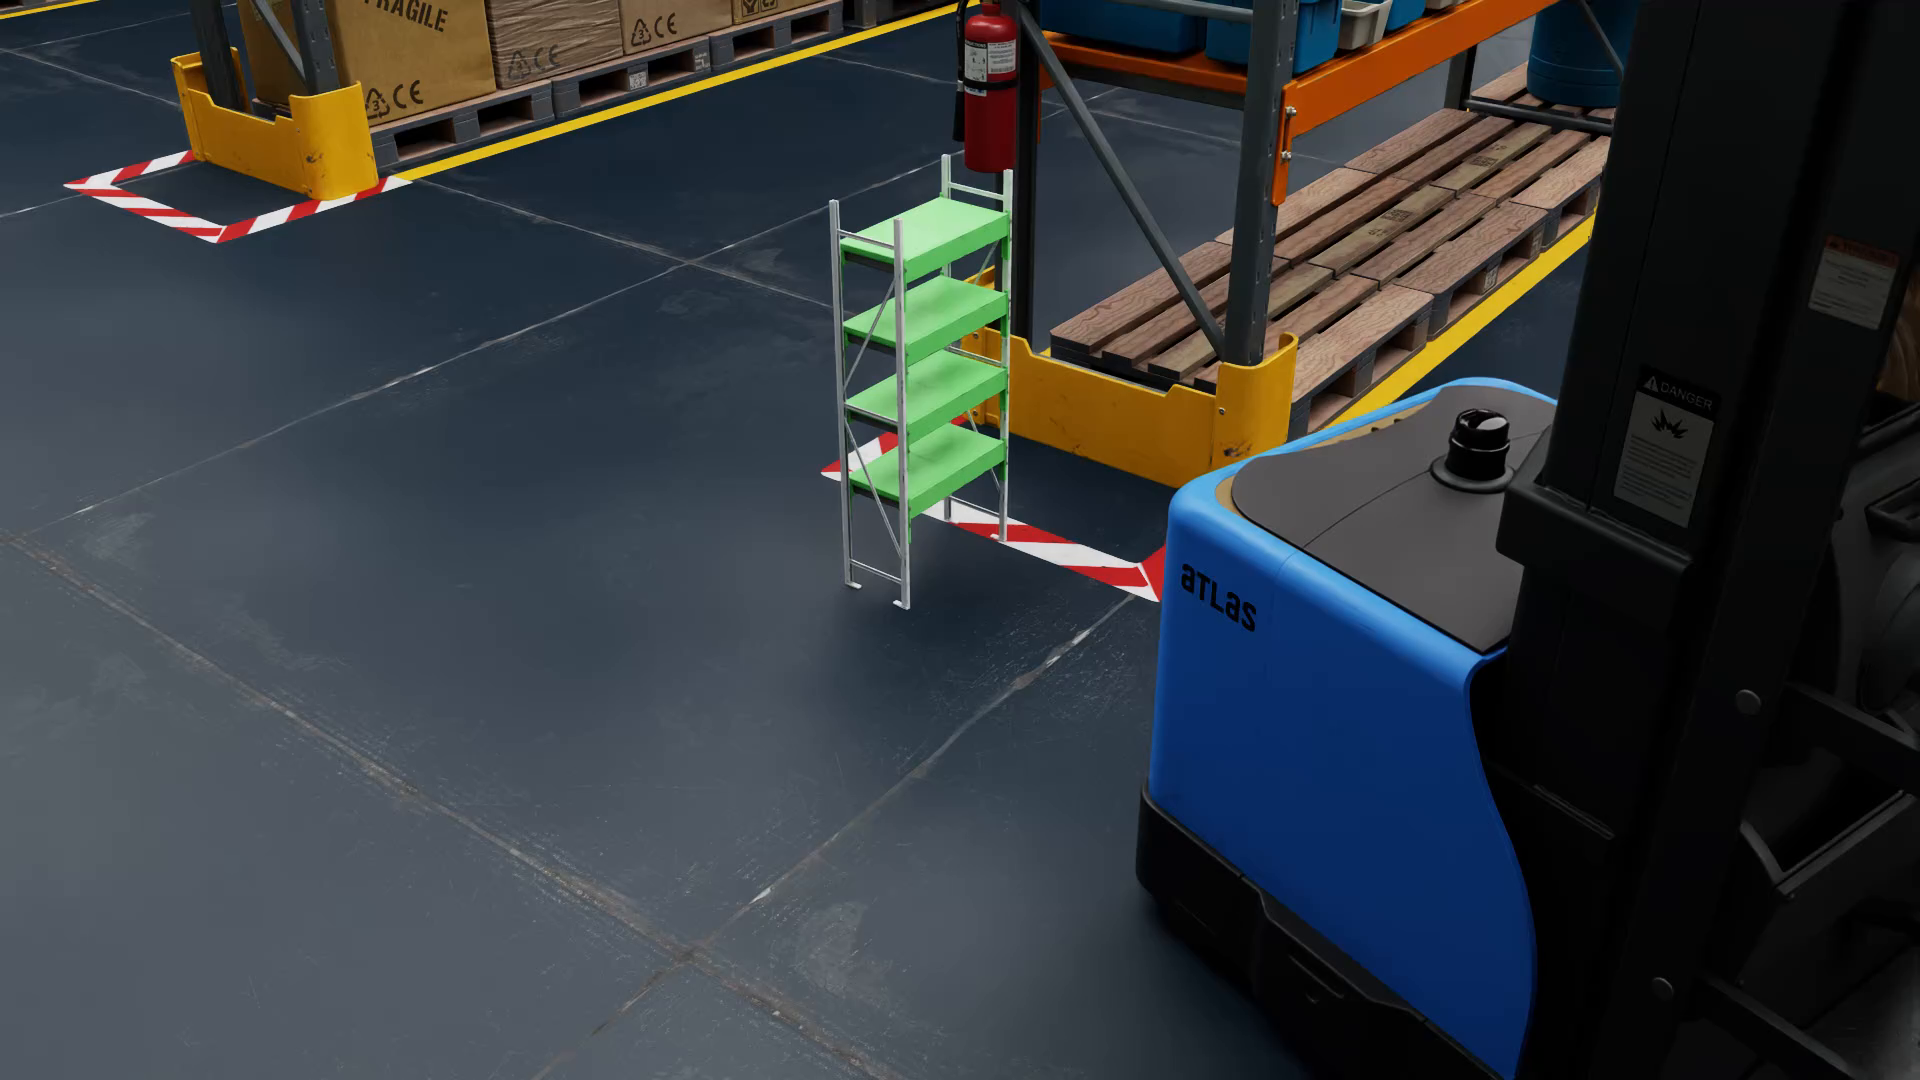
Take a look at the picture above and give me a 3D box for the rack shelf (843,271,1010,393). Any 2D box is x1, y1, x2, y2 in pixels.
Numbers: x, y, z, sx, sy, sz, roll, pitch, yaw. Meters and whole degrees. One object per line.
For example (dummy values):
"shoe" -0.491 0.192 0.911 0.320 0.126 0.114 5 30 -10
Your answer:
"rack shelf" -0.100 -0.600 4.741 0.258 0.148 0.480 21 37 31

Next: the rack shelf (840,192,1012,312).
"rack shelf" -0.100 -0.807 4.618 0.258 0.148 0.480 21 37 31

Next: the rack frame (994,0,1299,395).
"rack frame" 0.552 -1.643 5.080 1.000 3.000 0.127 21 37 31

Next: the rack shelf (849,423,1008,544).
"rack shelf" -0.100 -0.187 4.985 0.258 0.148 0.480 21 37 31

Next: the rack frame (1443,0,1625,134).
"rack frame" 2.967 -3.269 7.823 1.000 3.000 0.127 21 37 31

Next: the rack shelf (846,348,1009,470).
"rack shelf" -0.100 -0.394 4.863 0.258 0.148 0.480 21 37 31

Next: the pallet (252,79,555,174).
"pallet" -2.976 -2.317 8.952 1.003 0.211 1.213 21 37 31

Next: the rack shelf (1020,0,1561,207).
"rack shelf" 1.760 -2.146 6.635 1.077 0.370 4.000 21 37 31

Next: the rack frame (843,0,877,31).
"rack frame" -0.982 -4.793 10.396 1.000 3.000 0.127 21 37 31

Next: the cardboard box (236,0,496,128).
"cardboard box" -3.074 -2.719 8.567 0.875 0.875 0.875 21 37 31

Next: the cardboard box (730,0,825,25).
"cardboard box" -1.444 -3.816 10.419 0.875 0.875 0.875 21 37 31

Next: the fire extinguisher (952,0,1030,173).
"fire extinguisher" 0.099 -1.528 5.327 0.296 0.674 0.183 21 37 31

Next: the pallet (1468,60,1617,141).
"pallet" 3.466 -2.370 9.042 1.003 0.211 1.213 21 37 31

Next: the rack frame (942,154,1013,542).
"rack frame" 0.047 -0.548 4.998 0.240 1.200 0.015 21 37 31

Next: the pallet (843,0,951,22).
"pallet" -0.576 -3.930 11.675 1.003 0.211 1.213 21 37 31

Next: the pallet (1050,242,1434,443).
"pallet" 1.081 -0.767 6.336 1.003 0.211 1.213 21 37 31

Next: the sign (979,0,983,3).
"sign" 0.104 -1.876 5.313 0.100 0.325 0.005 21 37 31

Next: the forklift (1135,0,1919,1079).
"forklift" 1.671 0.021 2.339 1.130 2.935 3.031 -20 36 -30

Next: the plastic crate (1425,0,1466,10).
"plastic crate" 1.633 -1.935 5.773 0.250 0.136 0.298 21 37 31

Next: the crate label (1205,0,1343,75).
"crate label" 0.964 -1.596 5.106 0.416 0.233 0.303 21 37 31

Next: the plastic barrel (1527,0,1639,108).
"plastic barrel" 3.309 -2.763 8.616 0.600 0.901 0.708 21 37 31

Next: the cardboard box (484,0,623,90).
"cardboard box" -2.525 -3.088 9.191 0.875 0.875 0.875 21 37 31

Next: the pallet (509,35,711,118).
"pallet" -2.239 -2.810 9.785 1.003 0.211 1.213 21 37 31

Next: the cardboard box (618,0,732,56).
"cardboard box" -1.987 -3.450 9.802 0.875 0.875 0.875 21 37 31

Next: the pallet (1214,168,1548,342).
"pallet" 1.818 -1.260 7.170 1.003 0.211 1.213 21 37 31

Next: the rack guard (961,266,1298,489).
"rack guard" 0.548 -0.554 5.694 1.175 0.500 0.348 21 37 31

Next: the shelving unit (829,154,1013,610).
"shelving unit" -0.100 -0.449 4.830 0.258 1.200 0.503 21 37 31

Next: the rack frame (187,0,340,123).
"rack frame" -3.396 -3.167 7.652 1.000 3.000 0.127 21 37 31

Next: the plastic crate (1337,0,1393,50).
"plastic crate" 1.223 -1.659 5.307 0.250 0.136 0.298 21 37 31

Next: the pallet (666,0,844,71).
"pallet" -1.503 -3.308 10.626 1.003 0.211 1.213 21 37 31

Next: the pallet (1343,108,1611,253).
"pallet" 2.554 -1.758 8.010 1.003 0.211 1.213 21 37 31

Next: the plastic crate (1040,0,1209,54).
"plastic crate" 0.606 -1.878 5.382 0.616 0.435 0.499 21 37 31

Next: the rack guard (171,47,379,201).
"rack guard" -3.411 -2.082 8.273 1.175 0.500 0.348 21 37 31

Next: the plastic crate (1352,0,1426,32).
"plastic crate" 1.361 -1.863 5.557 0.416 0.233 0.300 21 37 31

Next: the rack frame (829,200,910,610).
"rack frame" -0.247 -0.350 4.663 0.240 1.200 0.015 21 37 31
